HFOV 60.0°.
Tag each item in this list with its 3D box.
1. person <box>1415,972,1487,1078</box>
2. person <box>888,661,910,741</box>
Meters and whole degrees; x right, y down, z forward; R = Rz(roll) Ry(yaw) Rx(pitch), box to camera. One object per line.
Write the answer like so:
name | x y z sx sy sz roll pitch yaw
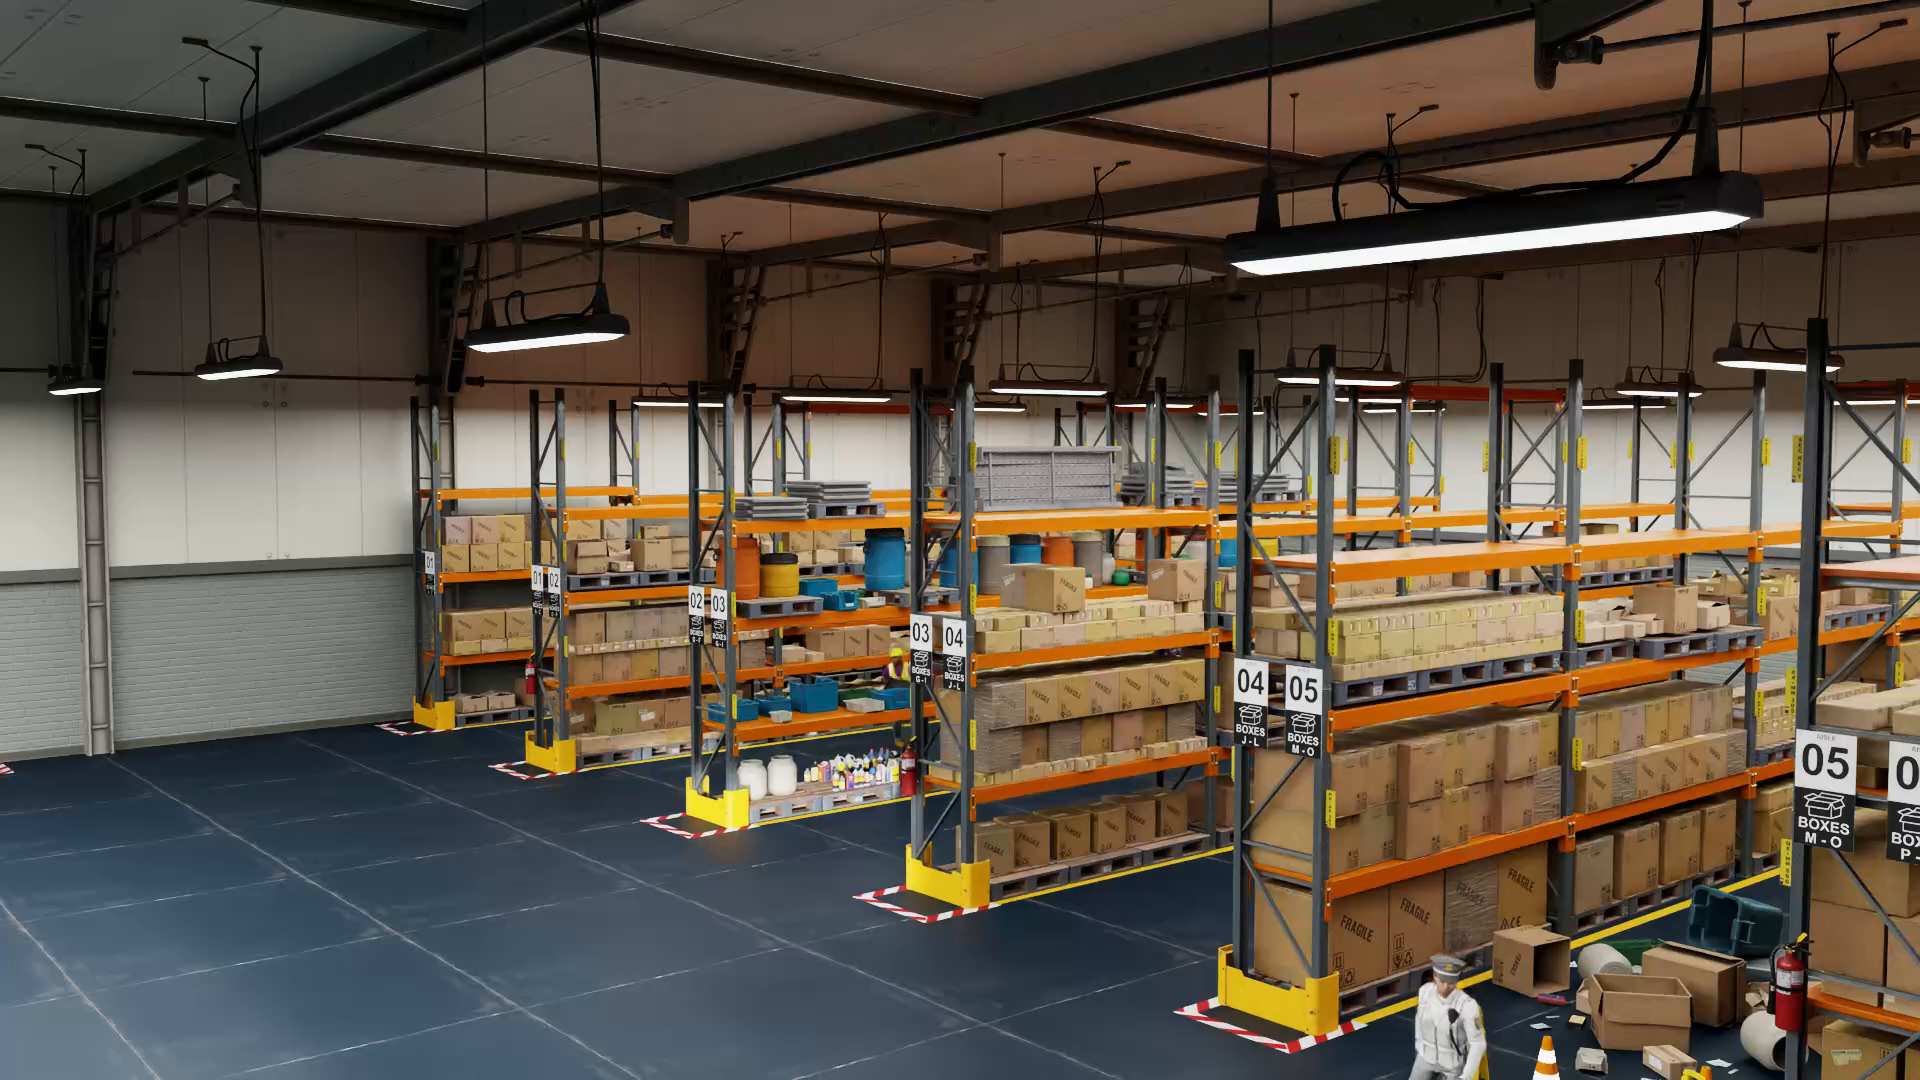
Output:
person | 3.423 3.675 11.650 0.595 1.614 0.536 2 4 36
person | -0.938 2.732 28.350 0.546 1.389 0.607 0 3 2
